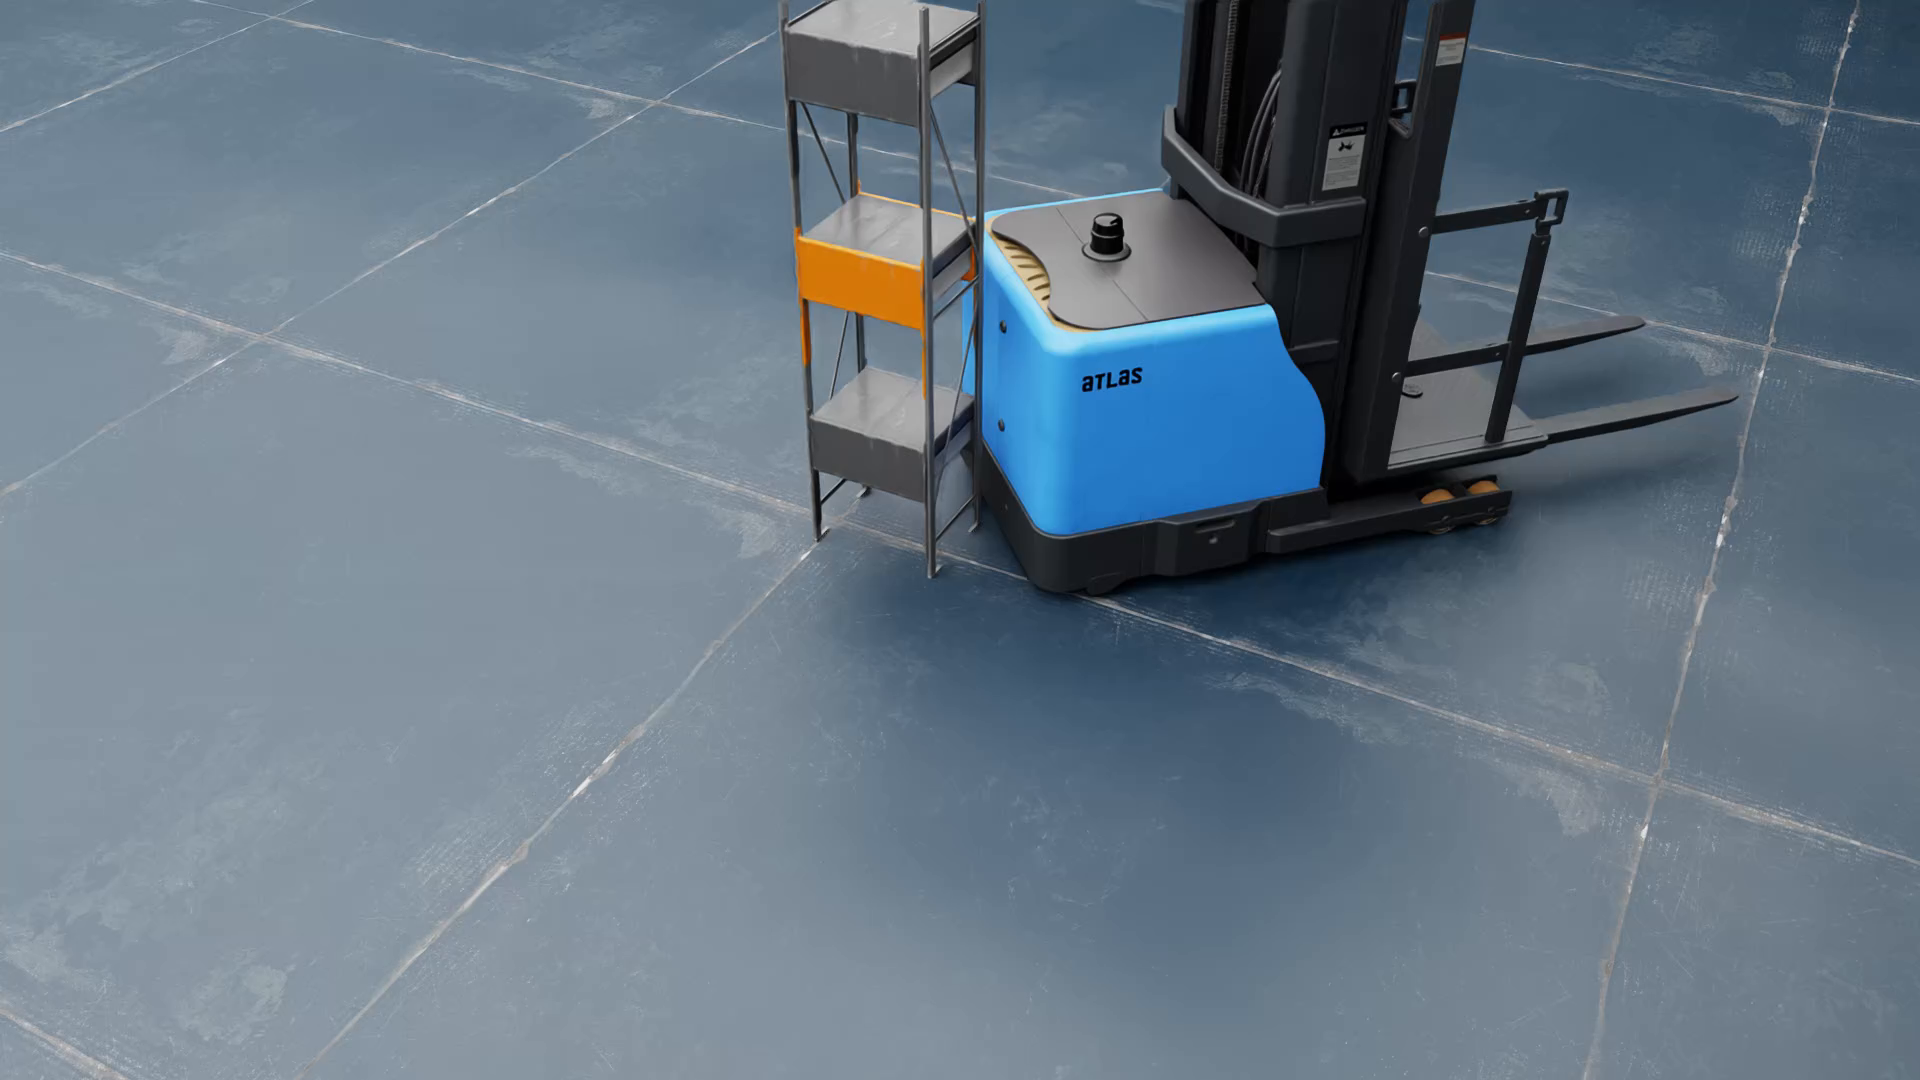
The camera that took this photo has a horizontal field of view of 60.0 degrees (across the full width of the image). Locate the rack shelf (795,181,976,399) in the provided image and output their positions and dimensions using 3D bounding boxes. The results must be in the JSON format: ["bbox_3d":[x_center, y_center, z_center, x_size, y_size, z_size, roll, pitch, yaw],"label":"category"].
[{"bbox_3d":[-0.234,-0.856,5.664,0.480,0.518,0.431,18,41,22],"label":"rack shelf"}]

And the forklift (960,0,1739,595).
[{"bbox_3d":[1.570,-1.485,5.782,3.031,2.935,1.130,-11,38,-14],"label":"forklift"}]

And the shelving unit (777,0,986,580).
[{"bbox_3d":[-0.234,-0.867,5.656,0.503,2.100,0.431,18,41,22],"label":"shelving unit"}]

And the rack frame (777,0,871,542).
[{"bbox_3d":[-0.450,-0.936,5.746,0.015,2.100,0.400,18,41,22],"label":"rack frame"}]

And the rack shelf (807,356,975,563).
[{"bbox_3d":[-0.234,-0.299,6.087,0.480,0.518,0.431,18,41,22],"label":"rack shelf"}]

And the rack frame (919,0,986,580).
[{"bbox_3d":[-0.018,-0.798,5.565,0.015,2.100,0.400,18,41,22],"label":"rack frame"}]

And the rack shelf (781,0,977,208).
[{"bbox_3d":[-0.234,-1.414,5.241,0.480,0.518,0.431,18,41,22],"label":"rack shelf"}]
